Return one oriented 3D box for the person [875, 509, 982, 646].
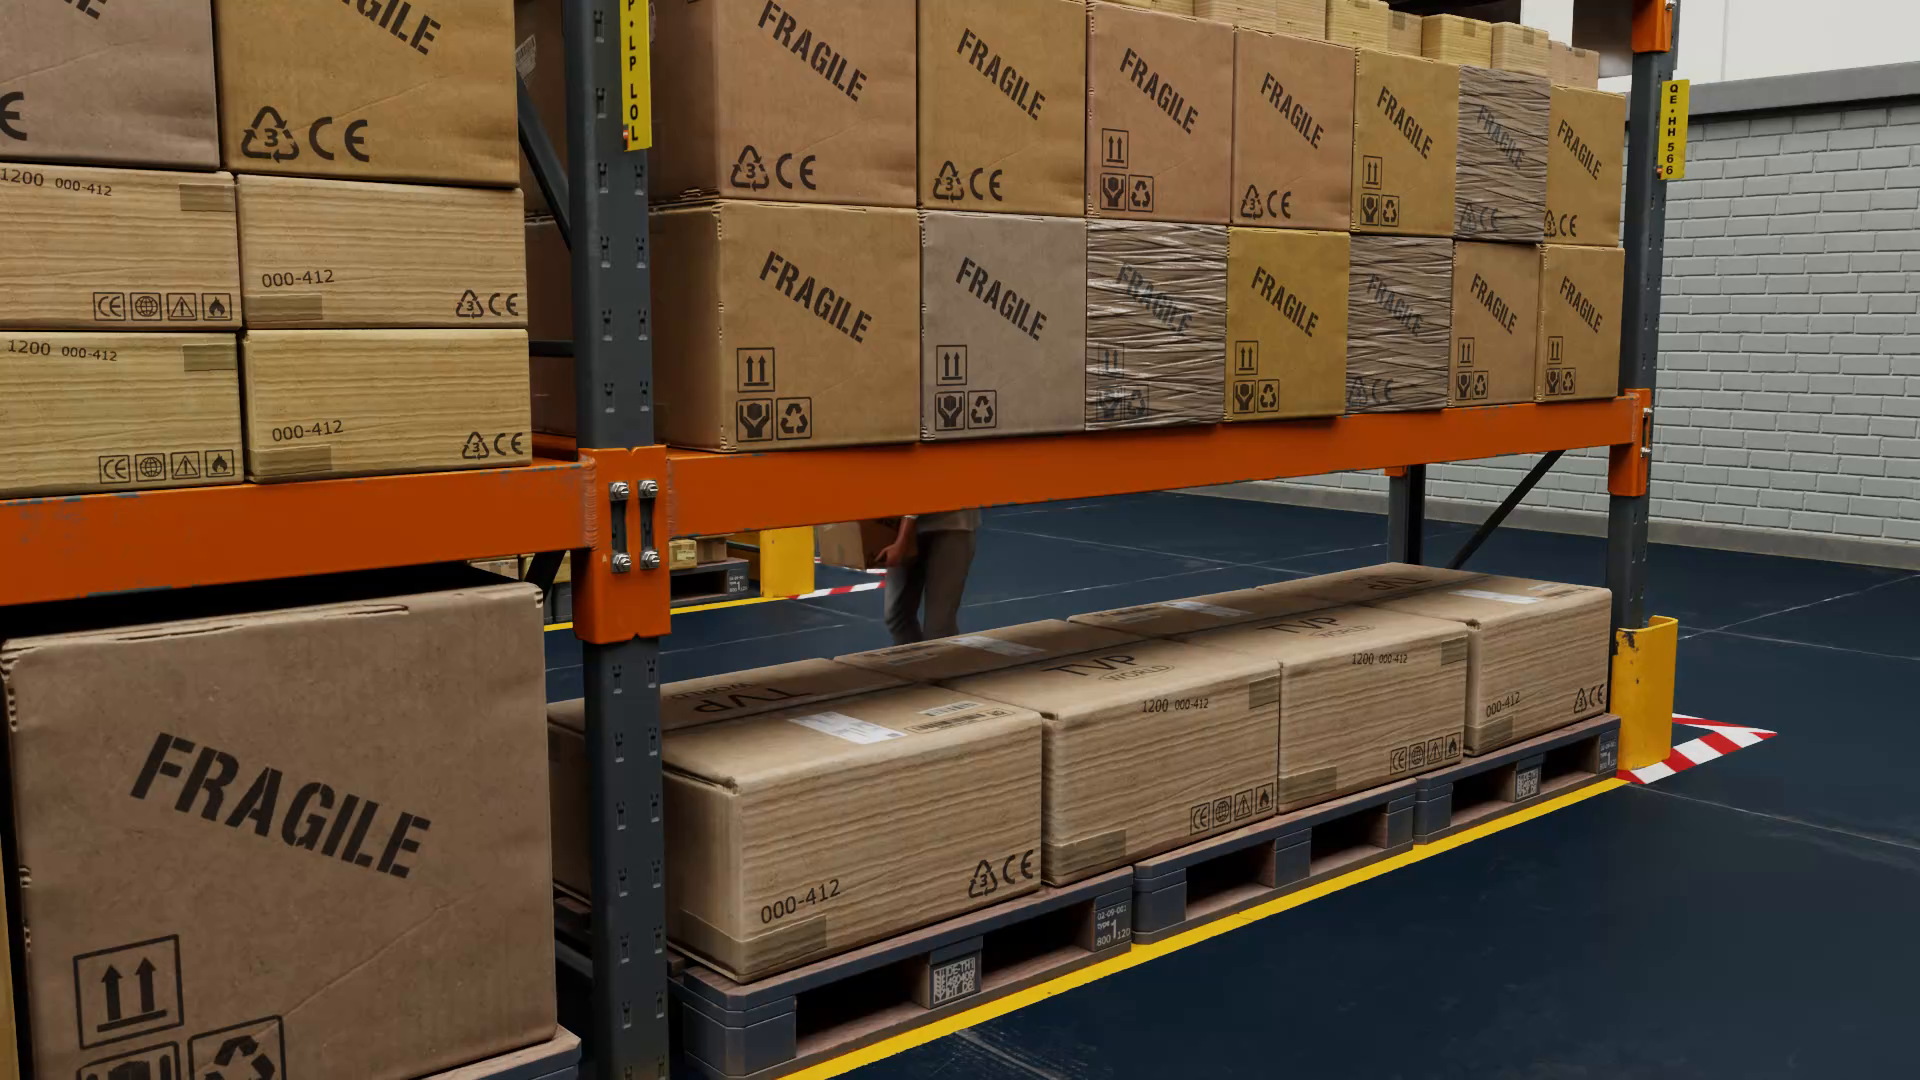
[{"bbox_3d":[-0.177,0.002,6.052,0.547,1.540,0.376,-7,10,-42],"label":"person"}]
